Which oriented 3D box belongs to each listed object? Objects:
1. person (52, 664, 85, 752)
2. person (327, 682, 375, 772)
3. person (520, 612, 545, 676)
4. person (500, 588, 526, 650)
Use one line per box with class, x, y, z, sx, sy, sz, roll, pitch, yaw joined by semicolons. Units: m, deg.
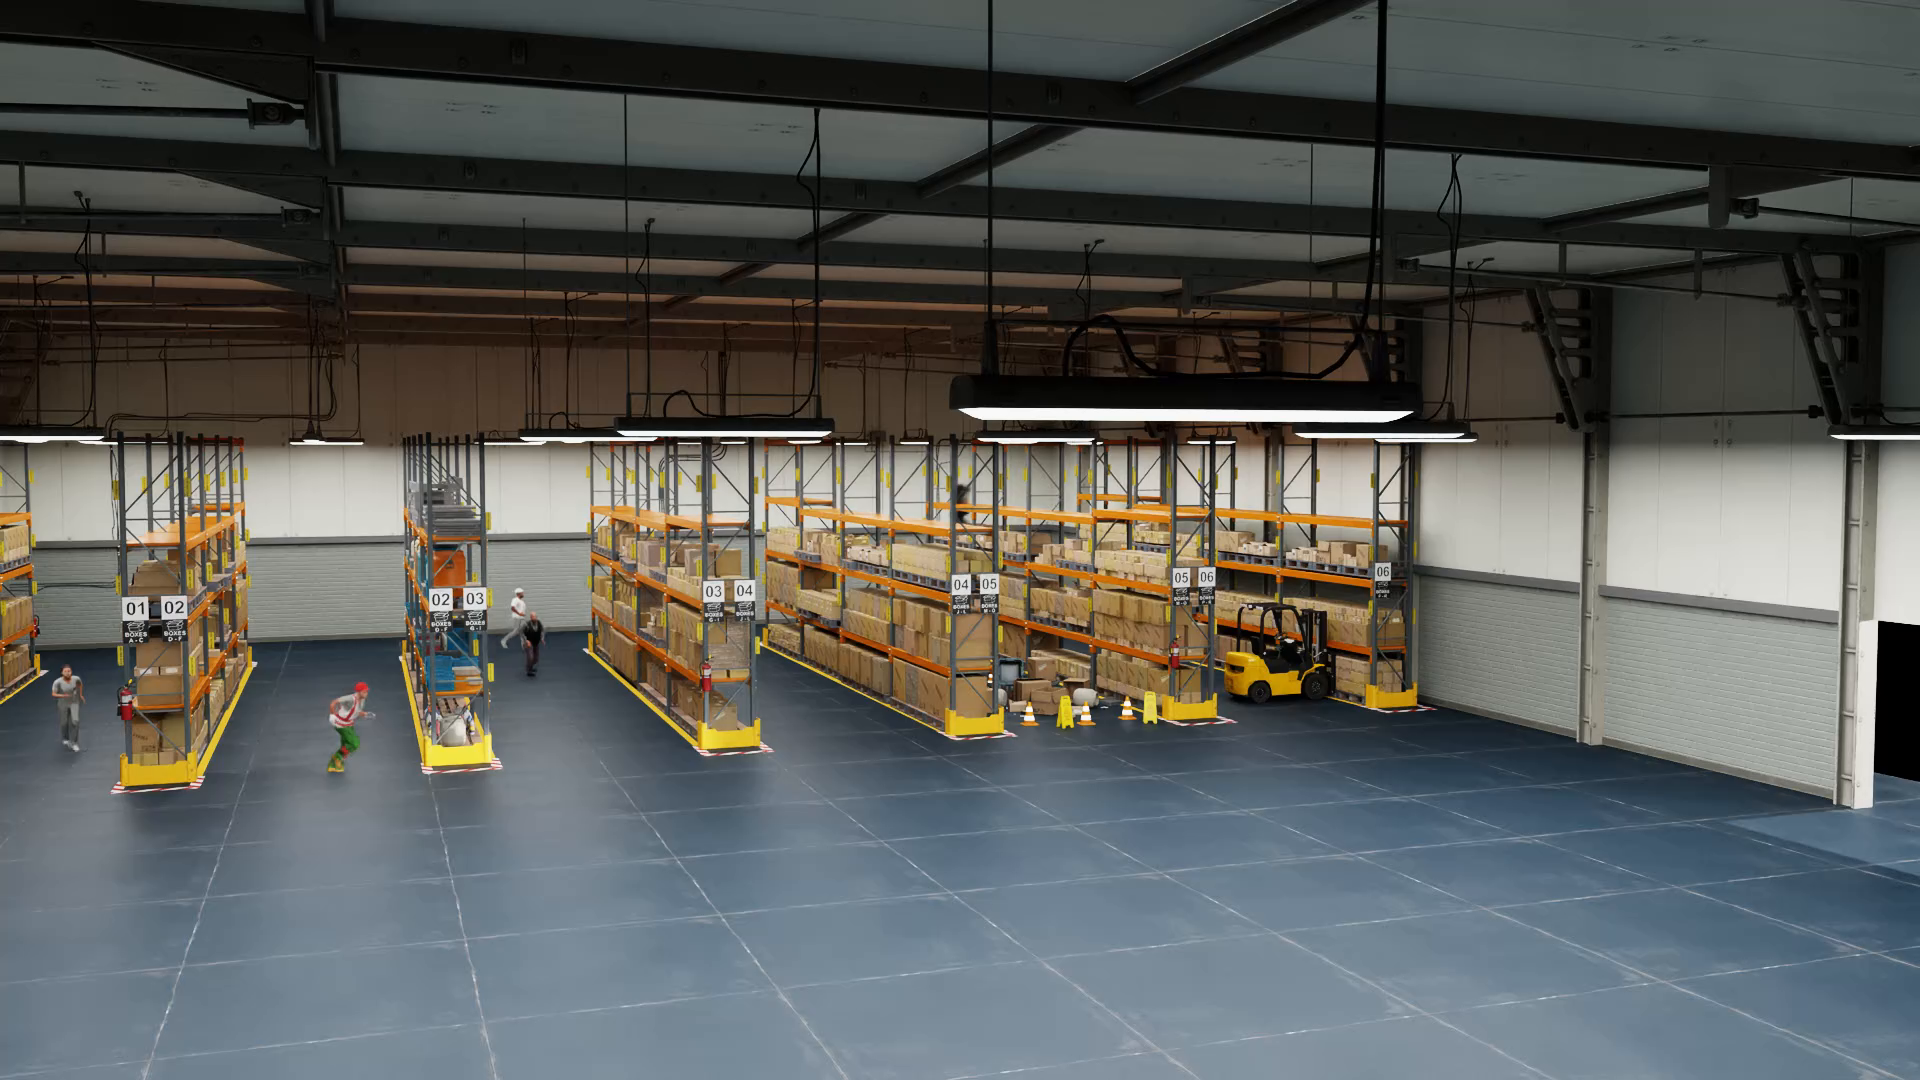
person;-16.910;3.156;31.541;0.562;1.640;0.955;-2;4;-31
person;-10.744;3.297;29.194;0.885;1.598;0.708;1;3;11
person;-10.772;2.598;41.721;0.812;1.632;0.655;3;4;45
person;-12.496;2.238;47.160;0.922;1.733;0.777;0;3;6
